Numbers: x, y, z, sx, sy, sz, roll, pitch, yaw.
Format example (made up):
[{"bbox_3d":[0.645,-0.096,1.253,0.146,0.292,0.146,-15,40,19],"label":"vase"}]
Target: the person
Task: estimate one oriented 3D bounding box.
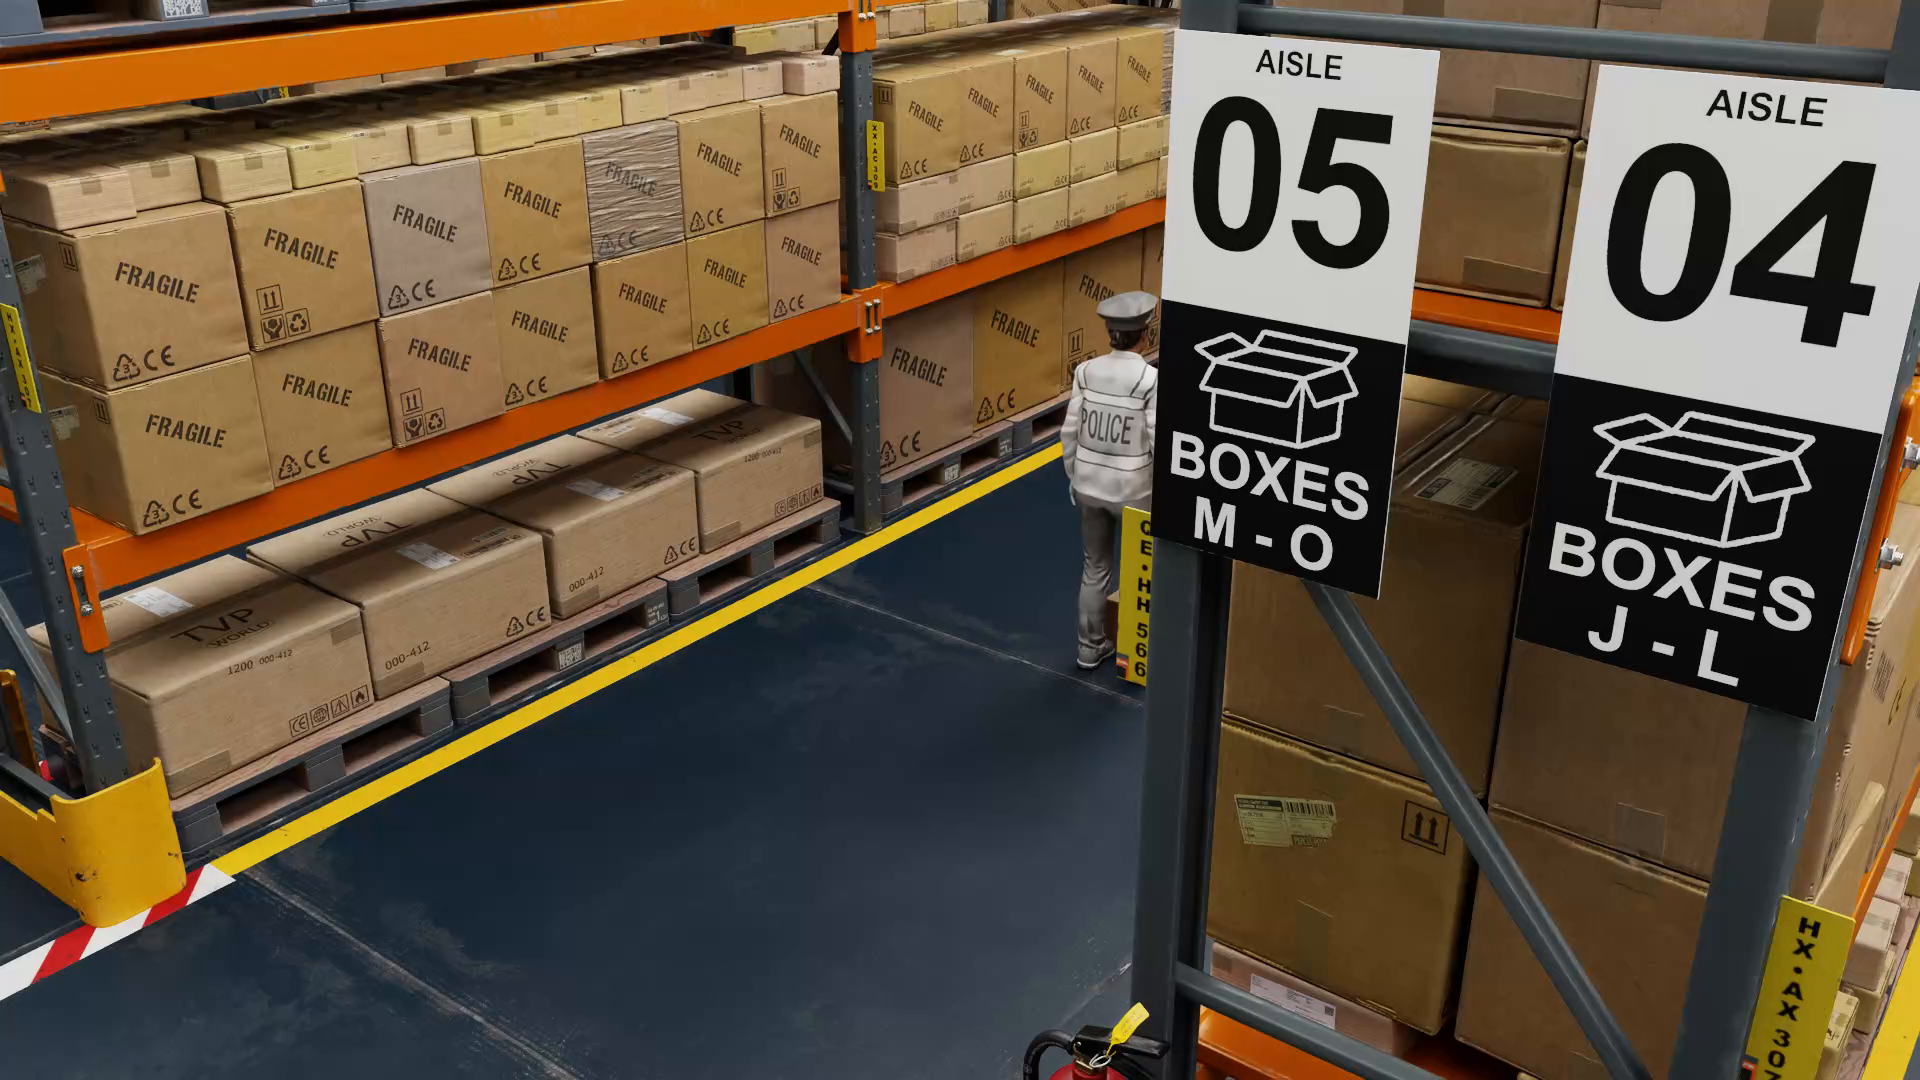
[{"bbox_3d":[0.678,-0.207,7.063,0.545,1.666,0.370,15,28,31],"label":"person"}]
